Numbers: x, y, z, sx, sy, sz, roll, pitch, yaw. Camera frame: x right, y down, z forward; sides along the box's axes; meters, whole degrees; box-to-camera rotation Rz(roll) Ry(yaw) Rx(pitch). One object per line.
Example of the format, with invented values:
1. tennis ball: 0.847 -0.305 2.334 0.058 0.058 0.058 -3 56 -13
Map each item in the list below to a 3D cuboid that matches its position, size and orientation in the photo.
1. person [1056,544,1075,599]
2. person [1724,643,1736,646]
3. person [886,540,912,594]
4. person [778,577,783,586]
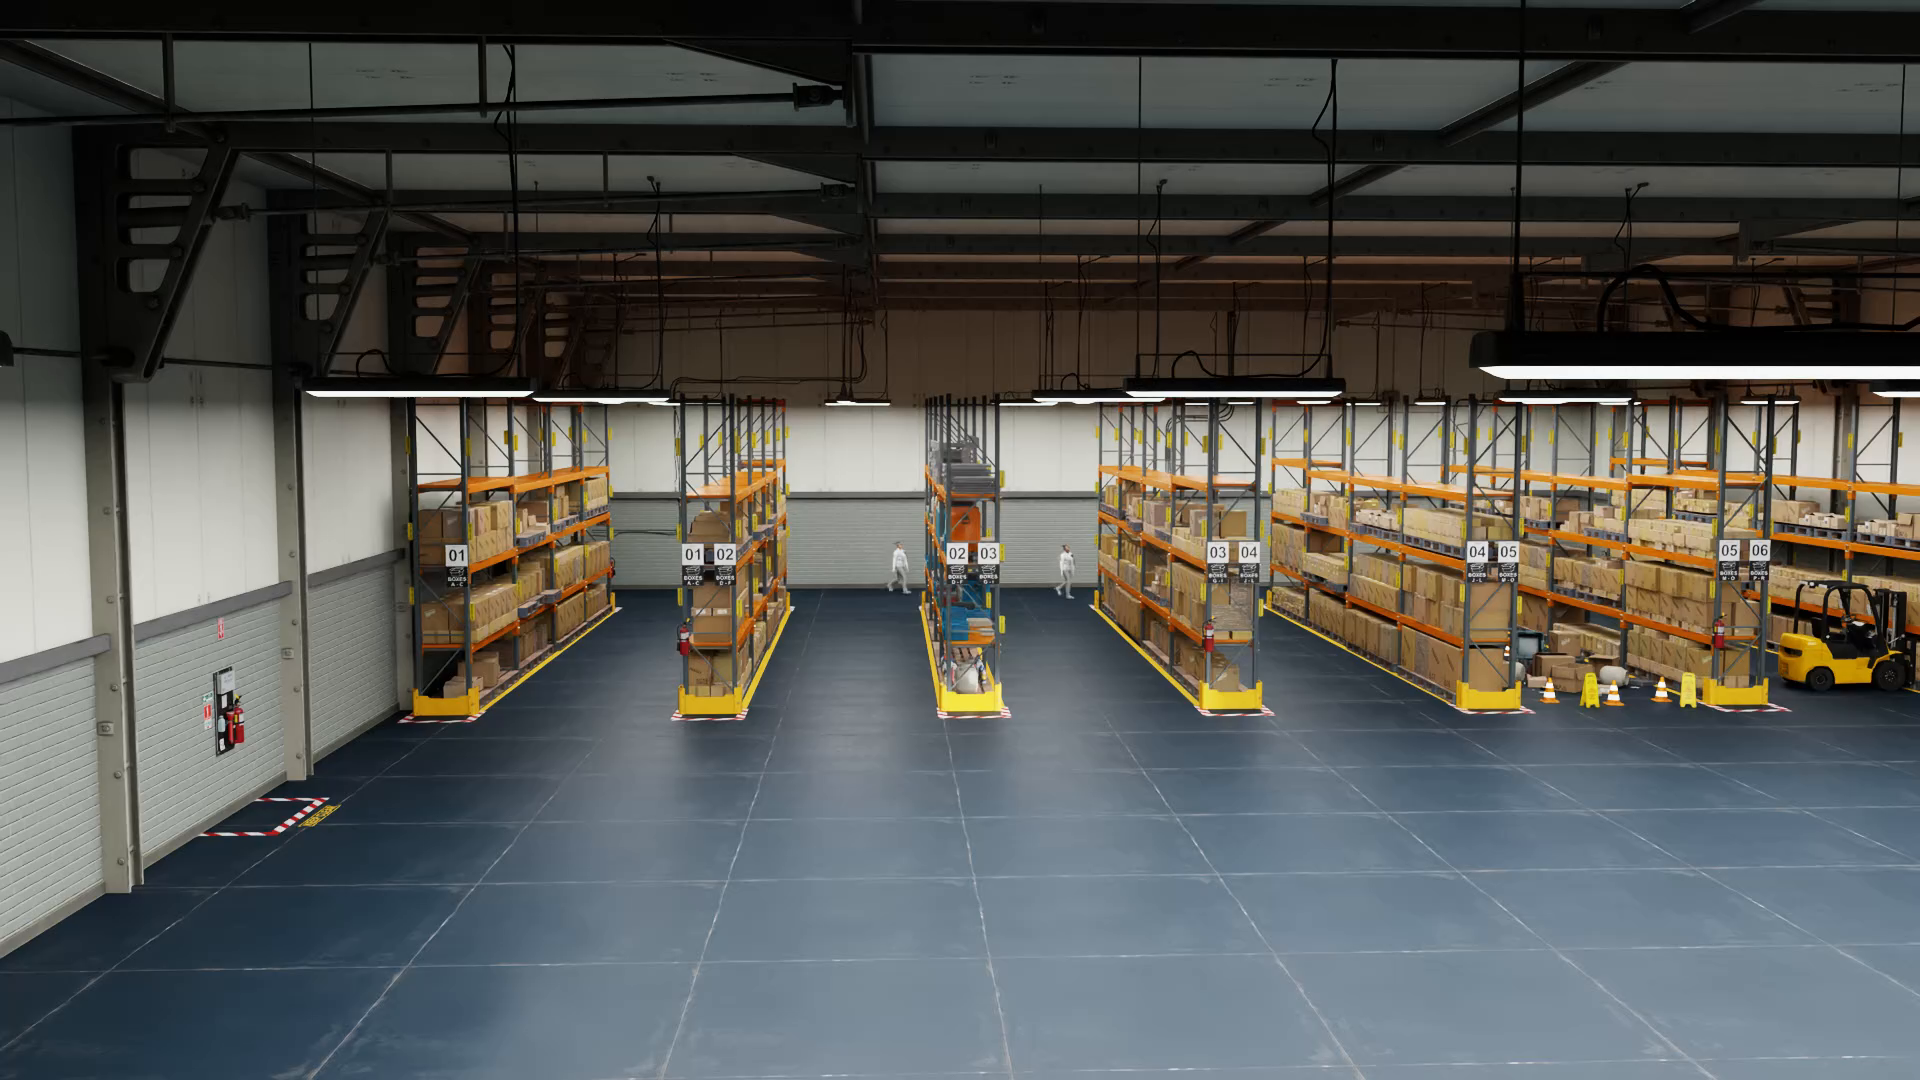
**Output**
1. person: 3.180 0.919 50.081 0.719 1.662 0.470 3 6 36
2. person: 16.833 2.051 36.270 0.514 1.630 0.657 -1 5 -18
3. person: -1.875 0.825 51.426 0.898 1.648 0.458 2 5 22
4. person: -5.319 1.009 48.717 0.442 1.747 0.559 0 5 -3
